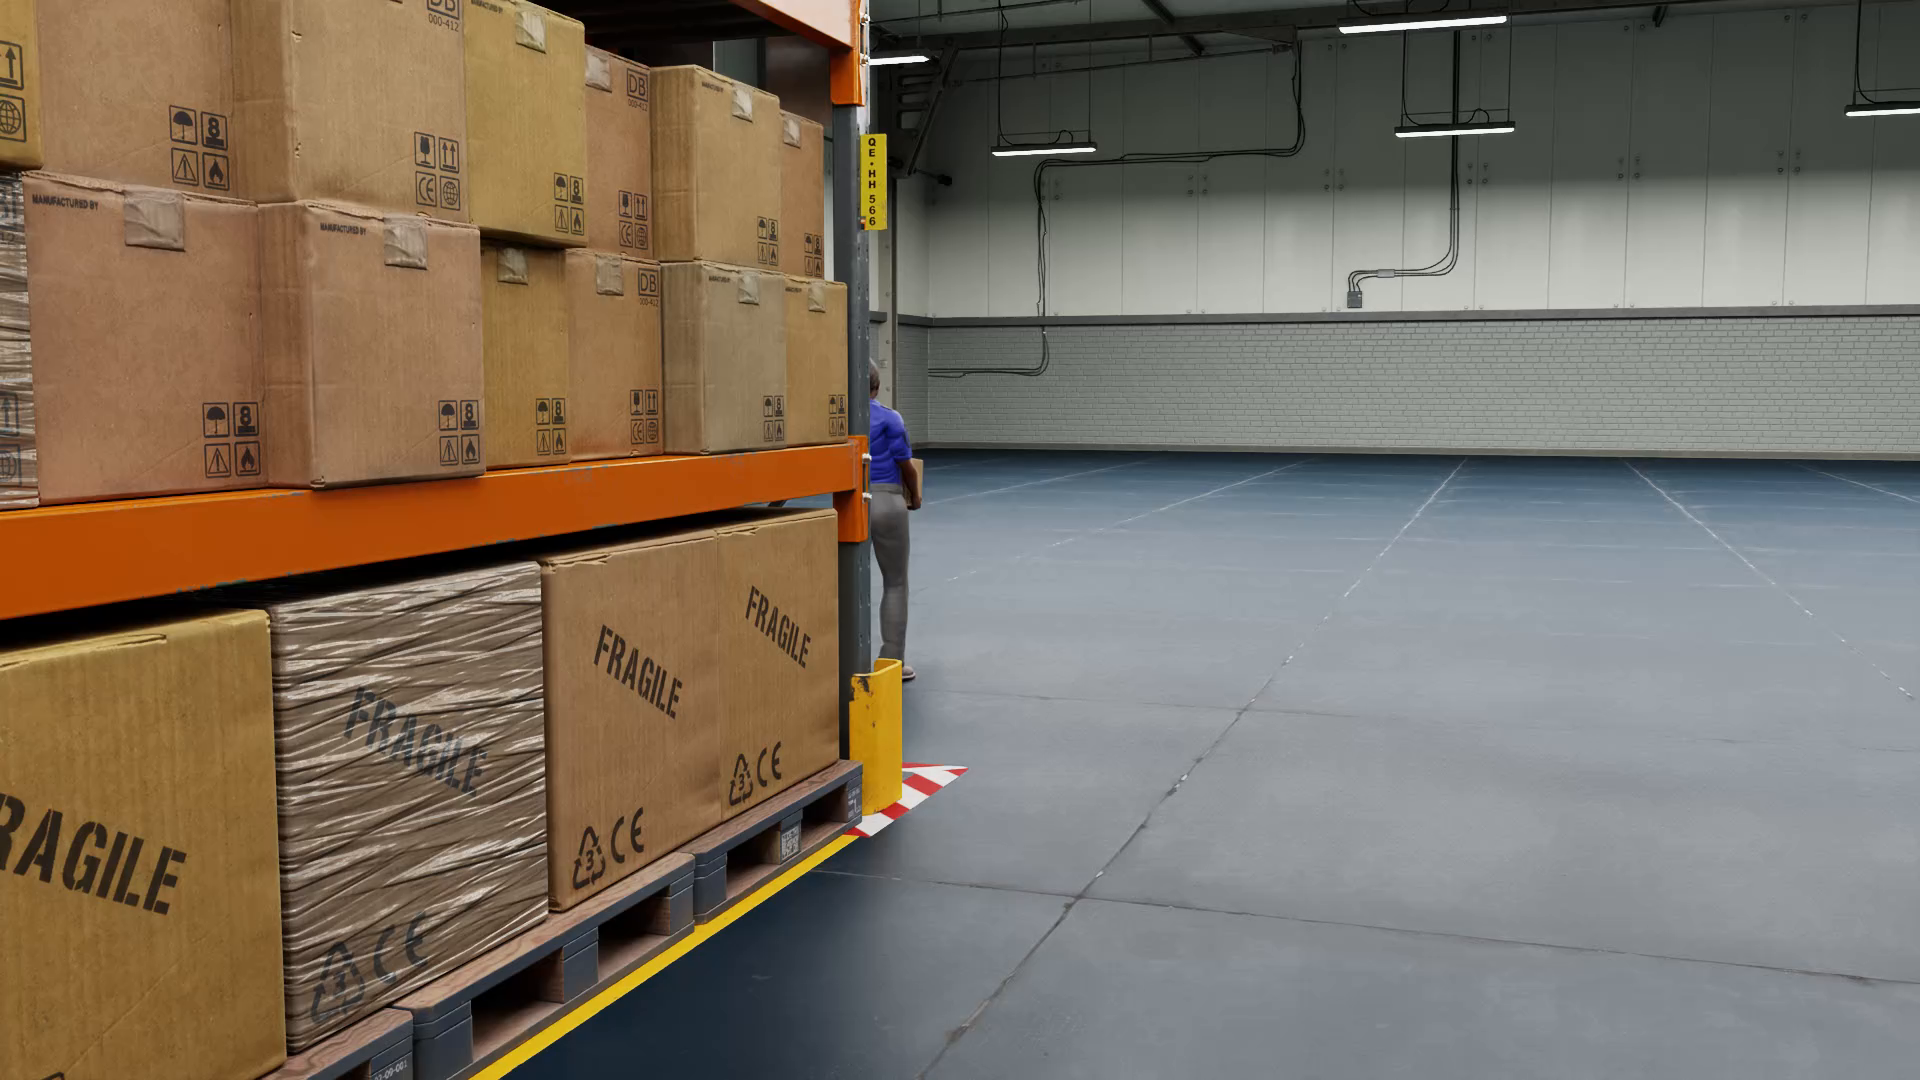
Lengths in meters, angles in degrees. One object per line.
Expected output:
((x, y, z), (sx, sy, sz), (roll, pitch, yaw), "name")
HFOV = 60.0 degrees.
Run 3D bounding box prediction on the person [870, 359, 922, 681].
((-0.420, -0.110, 8.511), (0.450, 1.645, 0.522), (2, 6, 19), "person")
